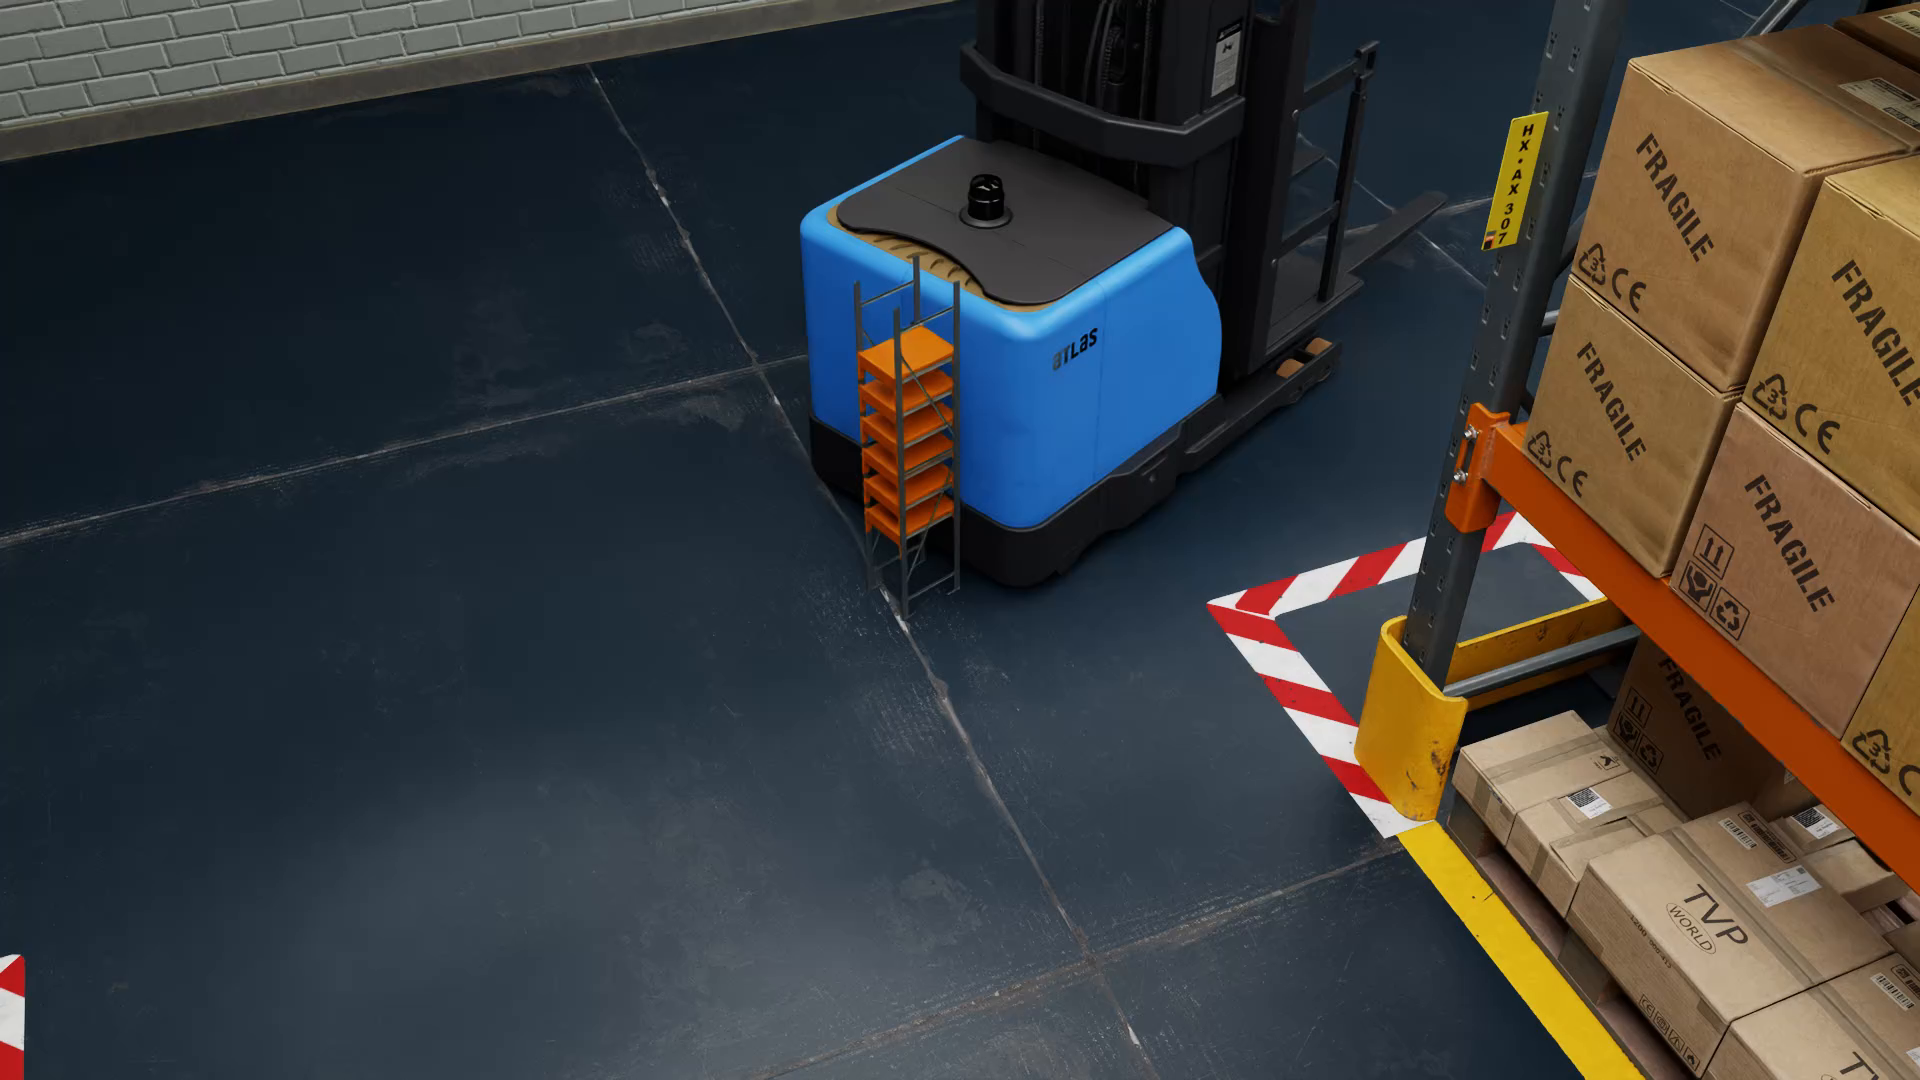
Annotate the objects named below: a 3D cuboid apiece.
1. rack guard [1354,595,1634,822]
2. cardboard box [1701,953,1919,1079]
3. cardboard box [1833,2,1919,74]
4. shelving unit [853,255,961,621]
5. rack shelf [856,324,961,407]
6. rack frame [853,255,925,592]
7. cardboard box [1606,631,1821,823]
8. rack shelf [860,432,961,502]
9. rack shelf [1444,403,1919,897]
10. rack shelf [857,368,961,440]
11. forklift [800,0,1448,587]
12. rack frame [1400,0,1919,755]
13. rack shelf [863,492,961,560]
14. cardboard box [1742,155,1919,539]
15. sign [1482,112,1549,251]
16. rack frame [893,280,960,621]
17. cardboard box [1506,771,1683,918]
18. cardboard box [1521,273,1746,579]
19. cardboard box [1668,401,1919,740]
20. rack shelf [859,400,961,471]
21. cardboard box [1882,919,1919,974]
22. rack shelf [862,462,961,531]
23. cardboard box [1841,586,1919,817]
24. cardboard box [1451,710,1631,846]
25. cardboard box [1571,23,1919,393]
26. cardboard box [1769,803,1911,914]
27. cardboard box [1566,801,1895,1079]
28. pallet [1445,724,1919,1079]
[{"bbox_3d":[1.771,0.388,4.915,1.175,0.500,0.348,-15,43,-17],"label":"rack guard"},{"bbox_3d":[2.070,1.271,3.742,0.500,0.250,0.500,-15,43,-17],"label":"cardboard box"},{"bbox_3d":[2.166,-0.823,3.562,0.500,0.500,0.500,-15,43,-17],"label":"cardboard box"},{"bbox_3d":[-0.153,-0.287,5.163,0.258,1.200,0.189,-29,48,-29],"label":"shelving unit"},{"bbox_3d":[-0.153,-0.526,4.957,0.258,0.103,0.180,-29,48,-29],"label":"rack shelf"},{"bbox_3d":[-0.212,-0.333,5.216,0.240,1.200,0.006,-29,48,-29],"label":"rack frame"},{"bbox_3d":[2.177,0.442,4.515,0.500,0.500,0.500,-15,43,-17],"label":"cardboard box"},{"bbox_3d":[-0.153,-0.253,5.192,0.258,0.103,0.180,-29,48,-29],"label":"rack shelf"},{"bbox_3d":[2.507,0.873,2.987,1.077,0.370,4.000,-15,43,-17],"label":"rack shelf"},{"bbox_3d":[-0.153,-0.435,5.035,0.258,0.103,0.180,-29,48,-29],"label":"rack shelf"},{"bbox_3d":[0.830,-1.835,5.636,1.130,2.935,3.031,31,49,31],"label":"forklift"},{"bbox_3d":[1.742,-0.605,4.153,1.000,3.000,0.127,-15,43,-17],"label":"rack frame"},{"bbox_3d":[-0.153,-0.071,5.349,0.258,0.103,0.180,-29,48,-29],"label":"rack shelf"},{"bbox_3d":[1.875,-0.376,3.043,0.500,0.500,0.500,-15,43,-16],"label":"cardboard box"},{"bbox_3d":[1.240,-0.798,3.713,0.100,0.325,0.005,-15,43,-17],"label":"sign"},{"bbox_3d":[-0.094,-0.241,5.110,0.240,1.200,0.006,-29,48,-29],"label":"rack frame"},{"bbox_3d":[1.680,0.791,4.365,0.380,0.166,0.250,-15,43,-17],"label":"cardboard box"},{"bbox_3d":[1.668,-0.310,3.733,0.500,0.500,0.500,-14,43,-16],"label":"cardboard box"},{"bbox_3d":[1.870,0.000,3.373,0.500,0.500,0.500,-16,43,-17],"label":"cardboard box"},{"bbox_3d":[-0.153,-0.344,5.114,0.258,0.103,0.180,-29,48,-29],"label":"rack shelf"},{"bbox_3d":[2.513,1.117,3.922,0.500,0.250,0.500,-15,43,-17],"label":"cardboard box"},{"bbox_3d":[-0.153,-0.162,5.270,0.258,0.103,0.180,-29,48,-29],"label":"rack shelf"},{"bbox_3d":[2.059,0.303,3.021,0.500,0.500,0.500,-15,43,-17],"label":"cardboard box"},{"bbox_3d":[1.584,0.647,4.546,0.380,0.149,0.250,-15,43,-17],"label":"cardboard box"},{"bbox_3d":[1.668,-0.689,3.407,0.500,0.500,0.500,-14,43,-16],"label":"cardboard box"},{"bbox_3d":[2.249,0.835,4.314,0.380,0.166,0.250,-15,43,-17],"label":"cardboard box"},{"bbox_3d":[1.879,0.970,4.093,0.500,0.250,0.500,-15,43,-17],"label":"cardboard box"},{"bbox_3d":[2.077,0.978,4.451,1.003,0.211,1.213,-15,43,-17],"label":"pallet"}]
